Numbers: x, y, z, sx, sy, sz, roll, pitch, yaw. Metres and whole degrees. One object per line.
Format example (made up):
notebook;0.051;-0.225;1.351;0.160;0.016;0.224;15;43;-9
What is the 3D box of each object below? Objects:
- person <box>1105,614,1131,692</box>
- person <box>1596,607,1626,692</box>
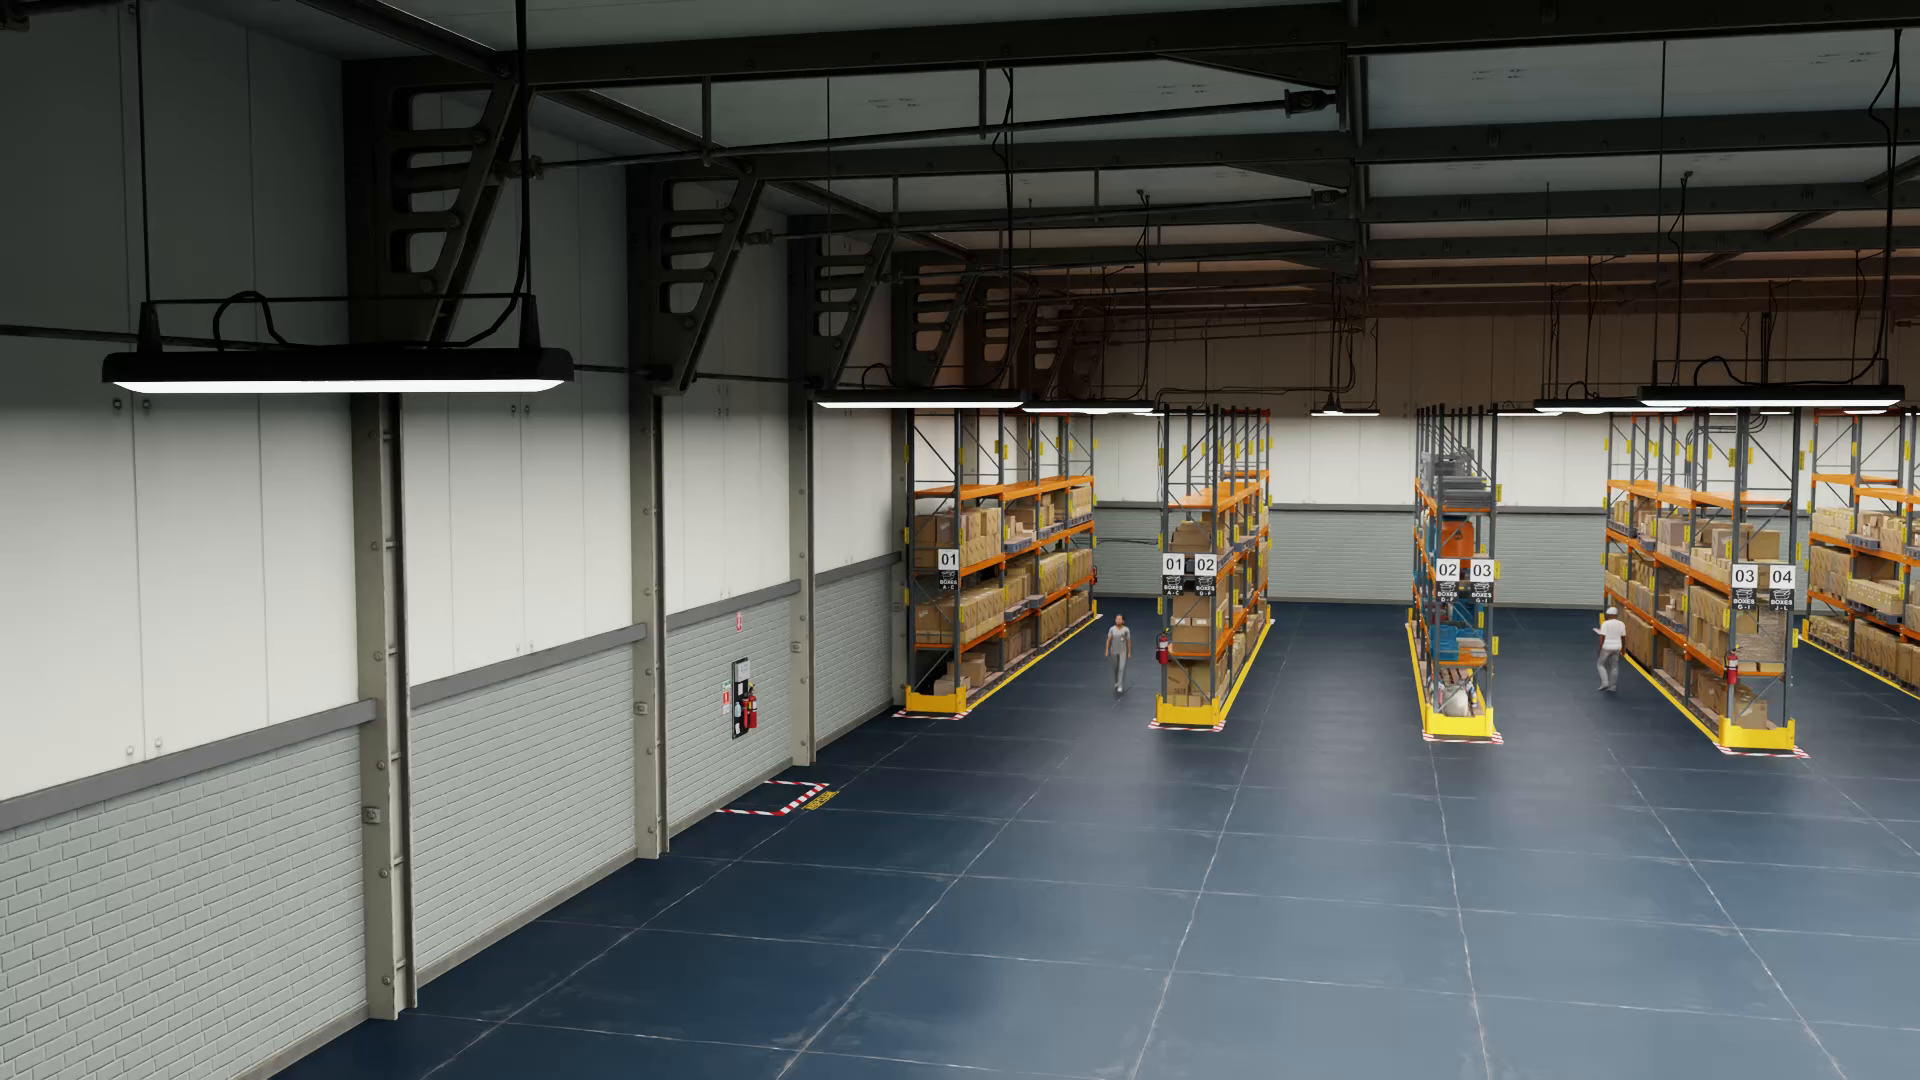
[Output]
person;3.331;2.360;34.978;0.520;1.610;1.082;1;4;11
person;13.693;2.304;34.988;0.609;1.787;0.403;-1;4;-9
